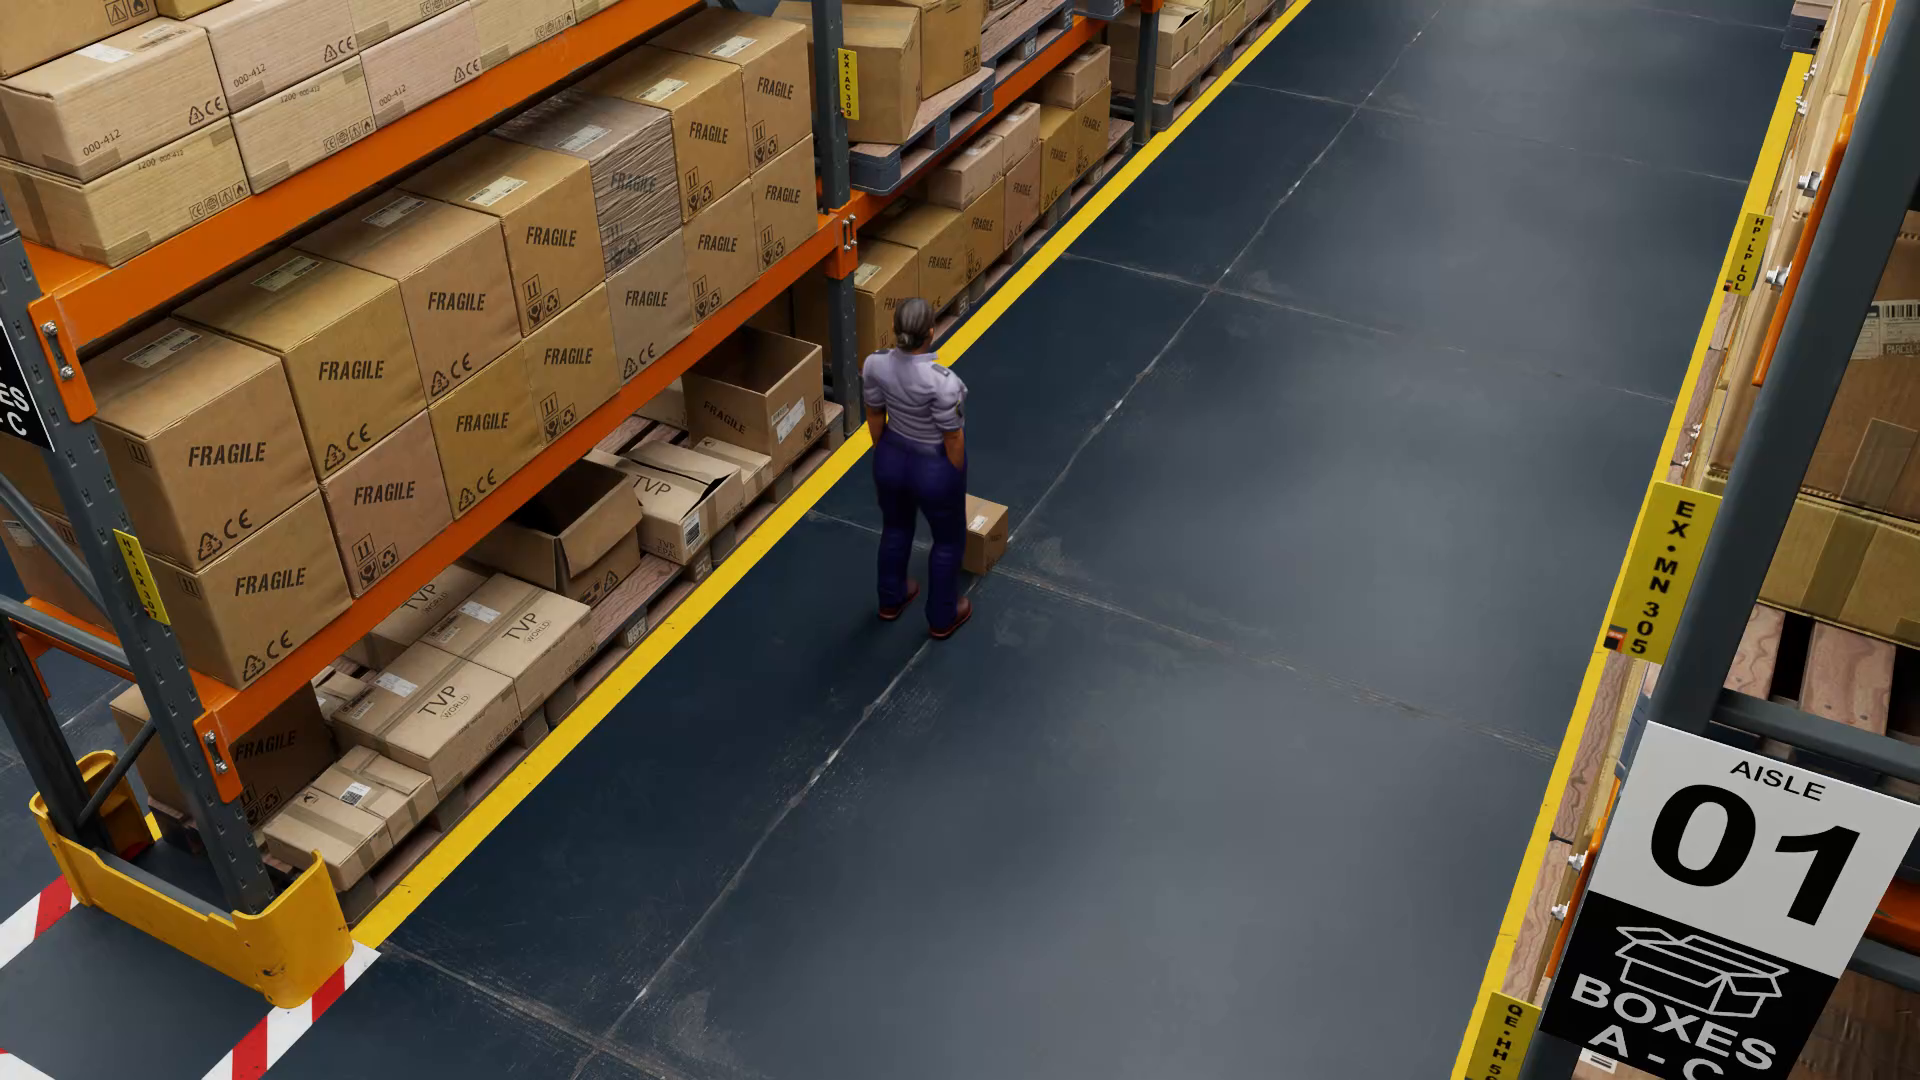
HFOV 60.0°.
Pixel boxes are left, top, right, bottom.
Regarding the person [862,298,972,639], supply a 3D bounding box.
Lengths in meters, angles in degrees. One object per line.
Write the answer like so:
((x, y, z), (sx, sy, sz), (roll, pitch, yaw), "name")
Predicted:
((-0.180, -0.317, 7.172), (0.470, 1.642, 0.342), (18, 42, 22), "person")
